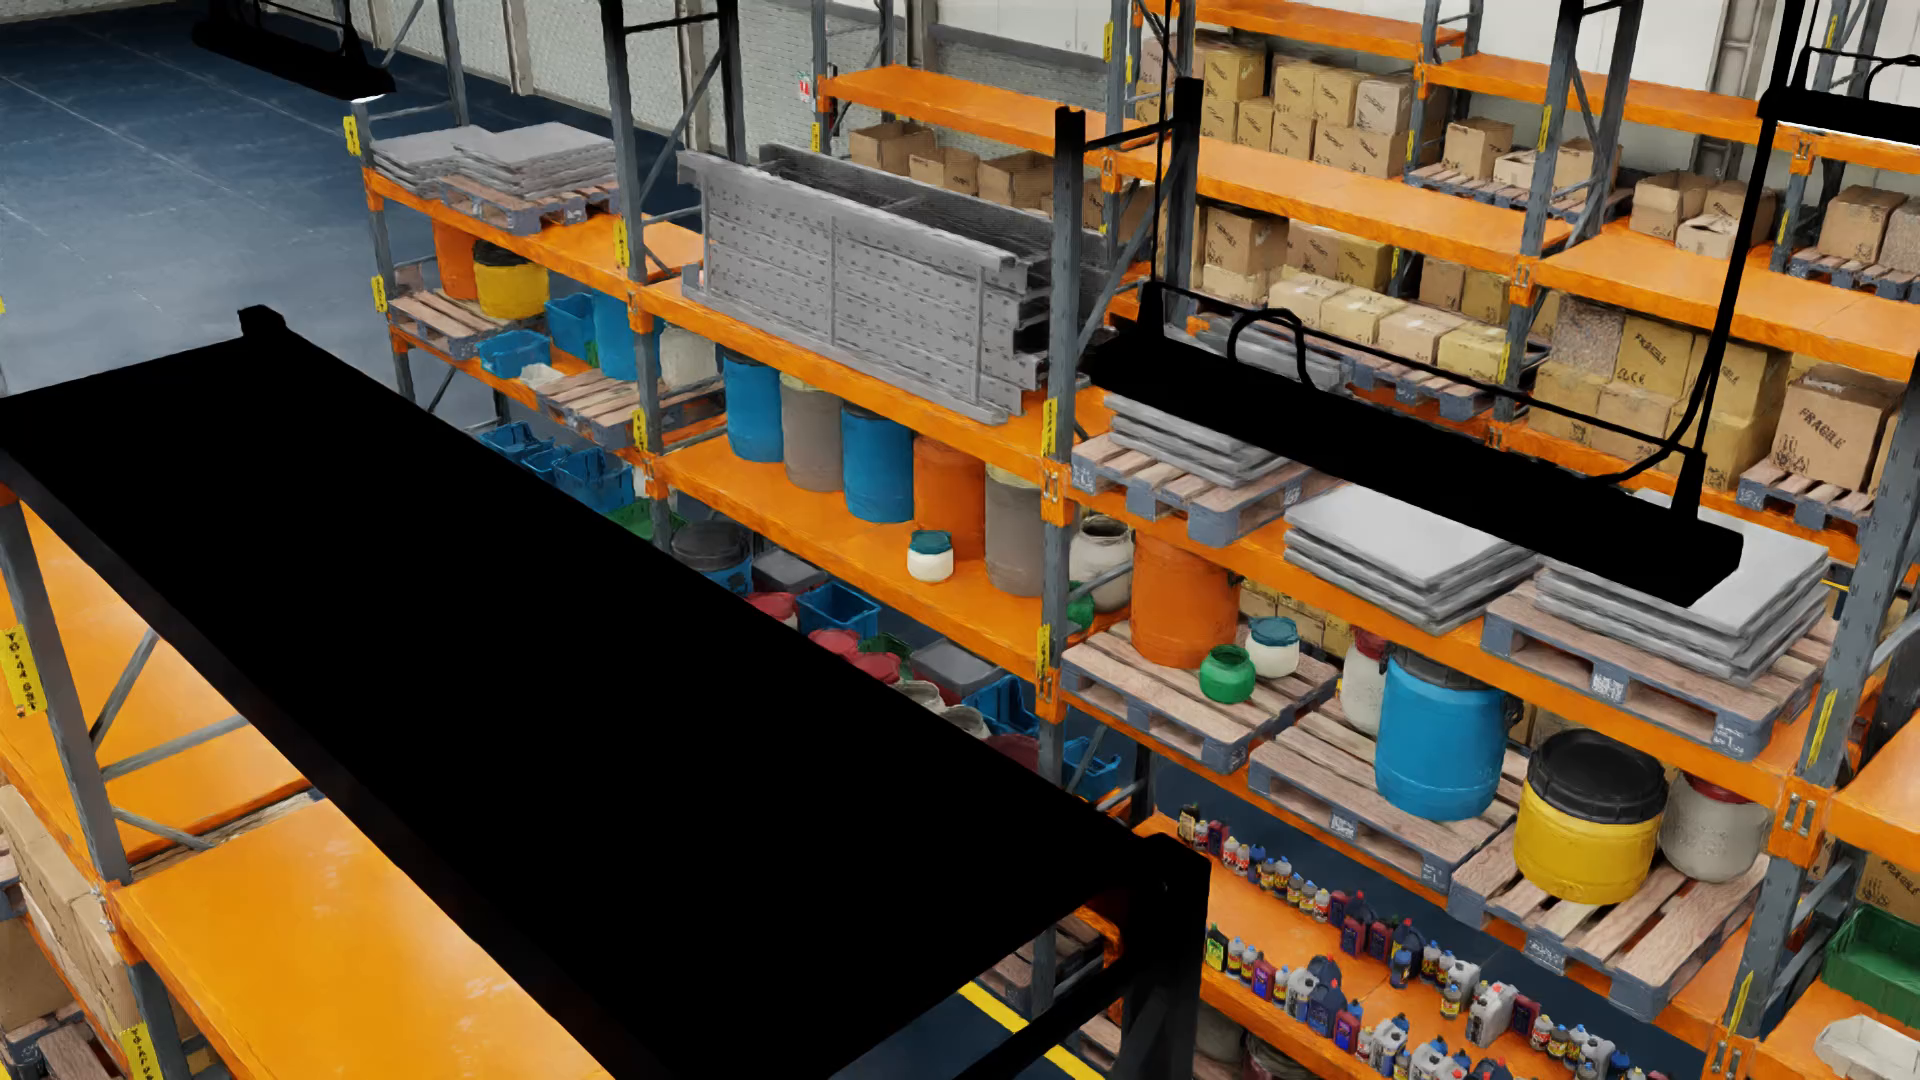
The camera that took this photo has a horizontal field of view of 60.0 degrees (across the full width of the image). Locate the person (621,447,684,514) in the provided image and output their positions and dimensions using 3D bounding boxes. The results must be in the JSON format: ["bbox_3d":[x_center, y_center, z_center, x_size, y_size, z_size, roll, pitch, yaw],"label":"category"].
[{"bbox_3d":[-3.006,-0.719,16.369,0.630,1.735,1.021,-10,30,-18],"label":"person"}]
